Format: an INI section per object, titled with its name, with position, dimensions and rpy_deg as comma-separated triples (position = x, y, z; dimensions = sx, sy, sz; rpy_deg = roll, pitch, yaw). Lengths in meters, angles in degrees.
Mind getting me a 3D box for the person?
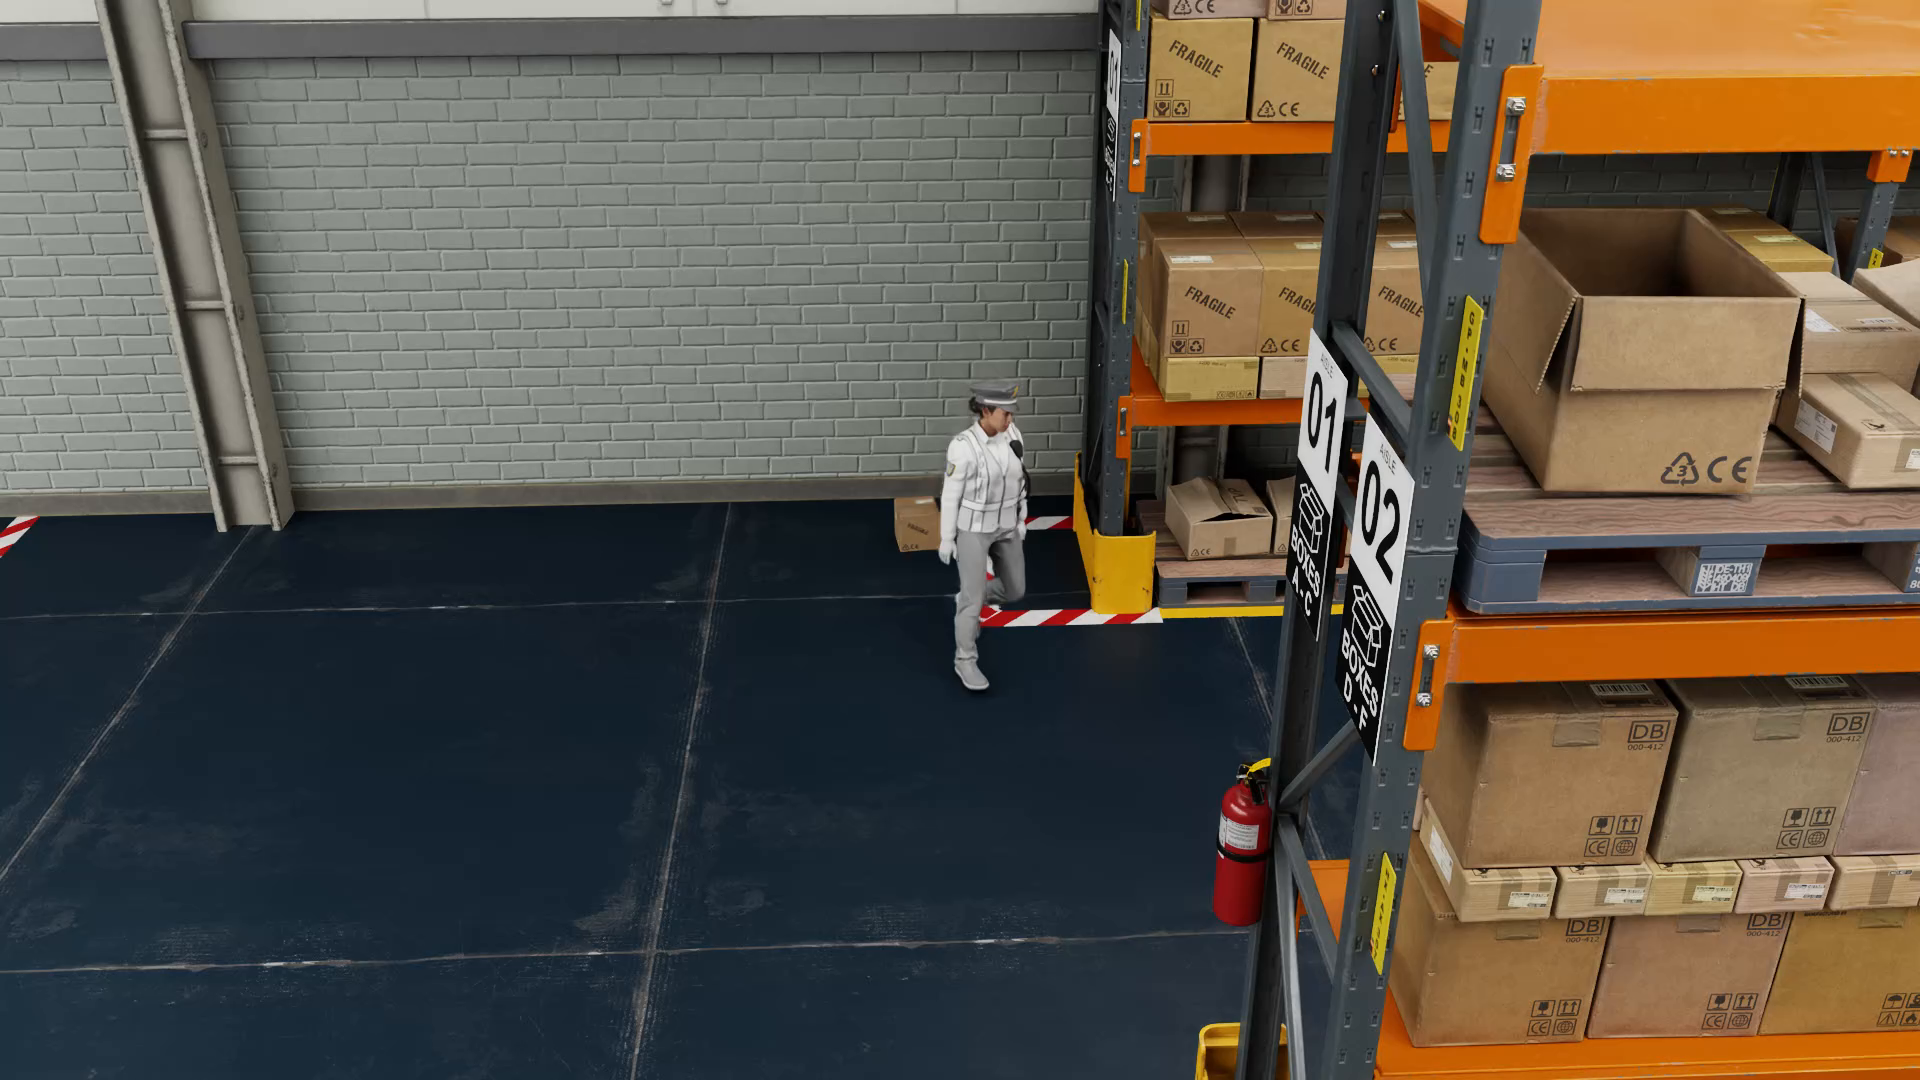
[person]
position = 0.115, -0.073, 8.732
dimensions = 0.533, 1.649, 0.566
rpy_deg = -18, 32, -30
